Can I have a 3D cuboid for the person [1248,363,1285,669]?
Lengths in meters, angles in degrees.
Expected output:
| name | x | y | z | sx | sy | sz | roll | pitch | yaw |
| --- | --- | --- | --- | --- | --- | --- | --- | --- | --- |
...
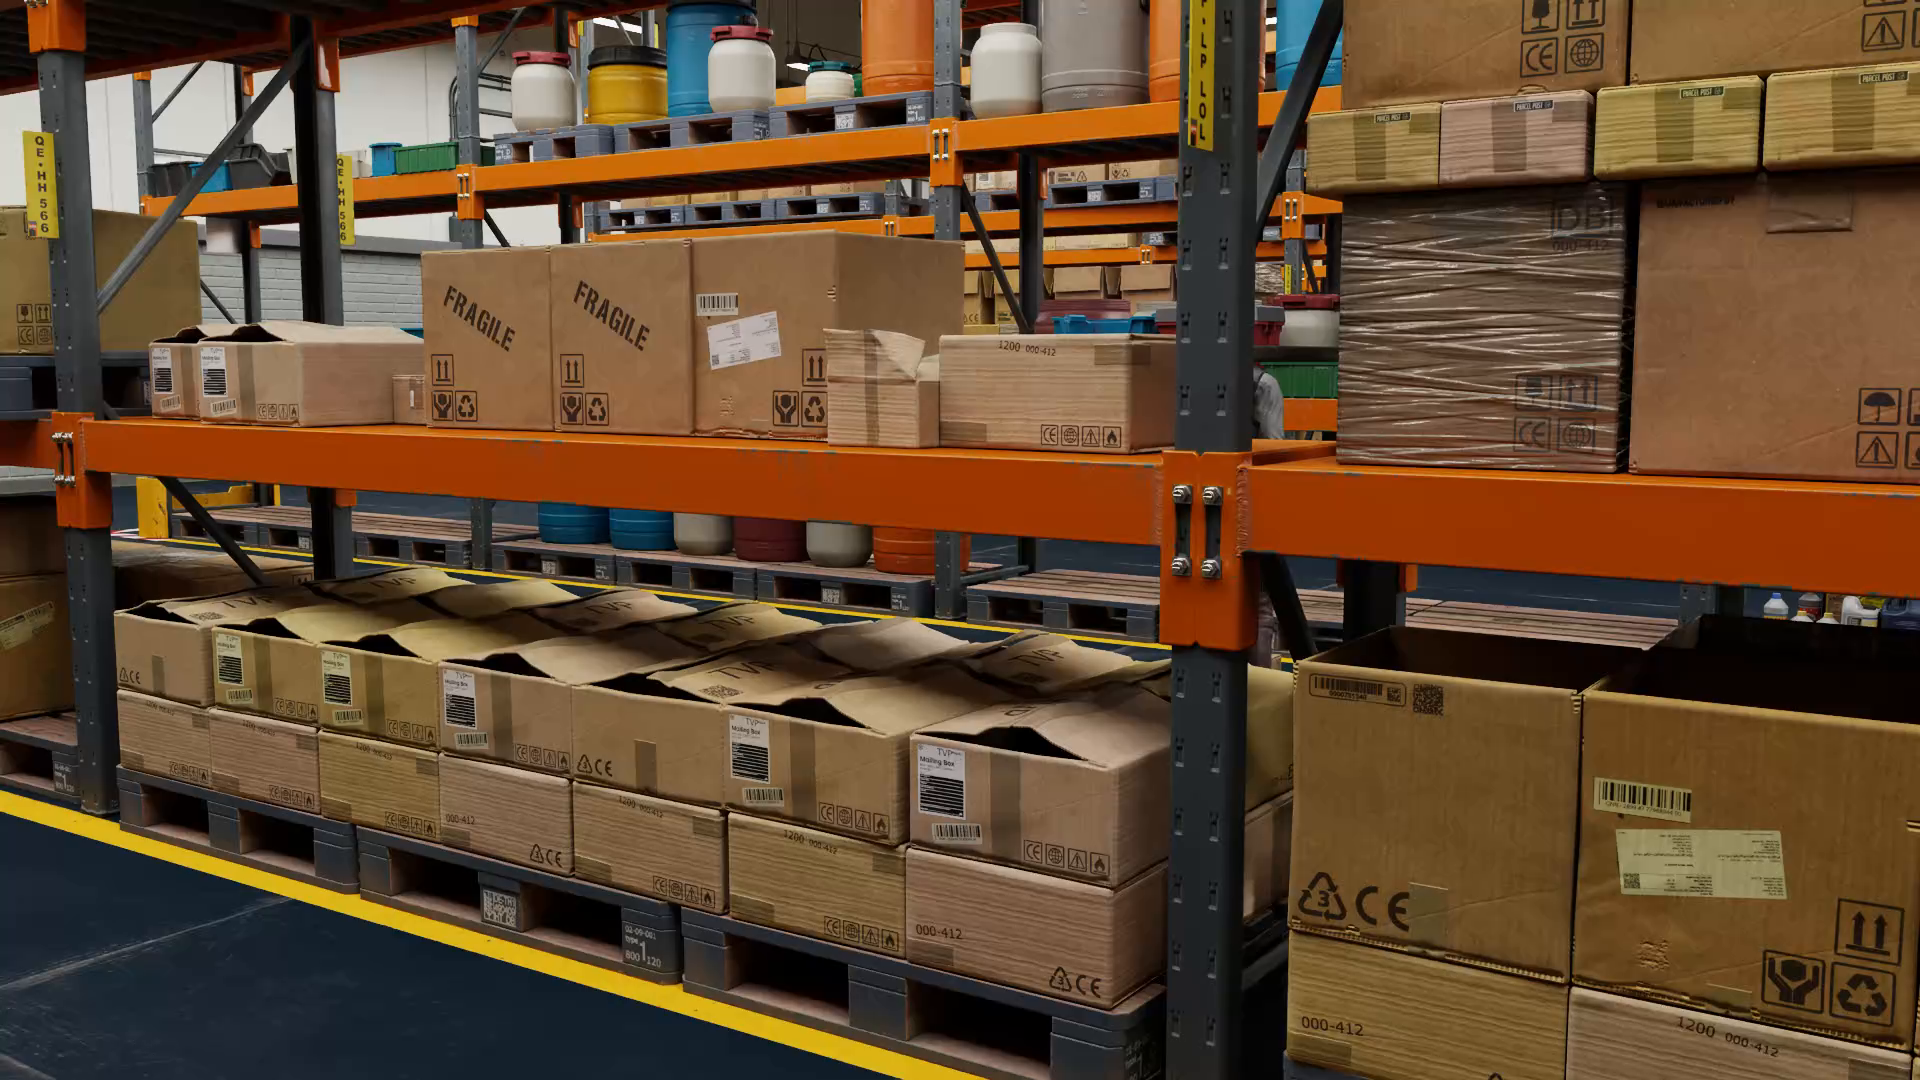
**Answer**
| name | x | y | z | sx | sy | sz | roll | pitch | yaw |
| --- | --- | --- | --- | --- | --- | --- | --- | --- | --- |
| person | 1.047 | -0.090 | 6.704 | 0.581 | 1.721 | 0.420 | 4 | 8 | 34 |
